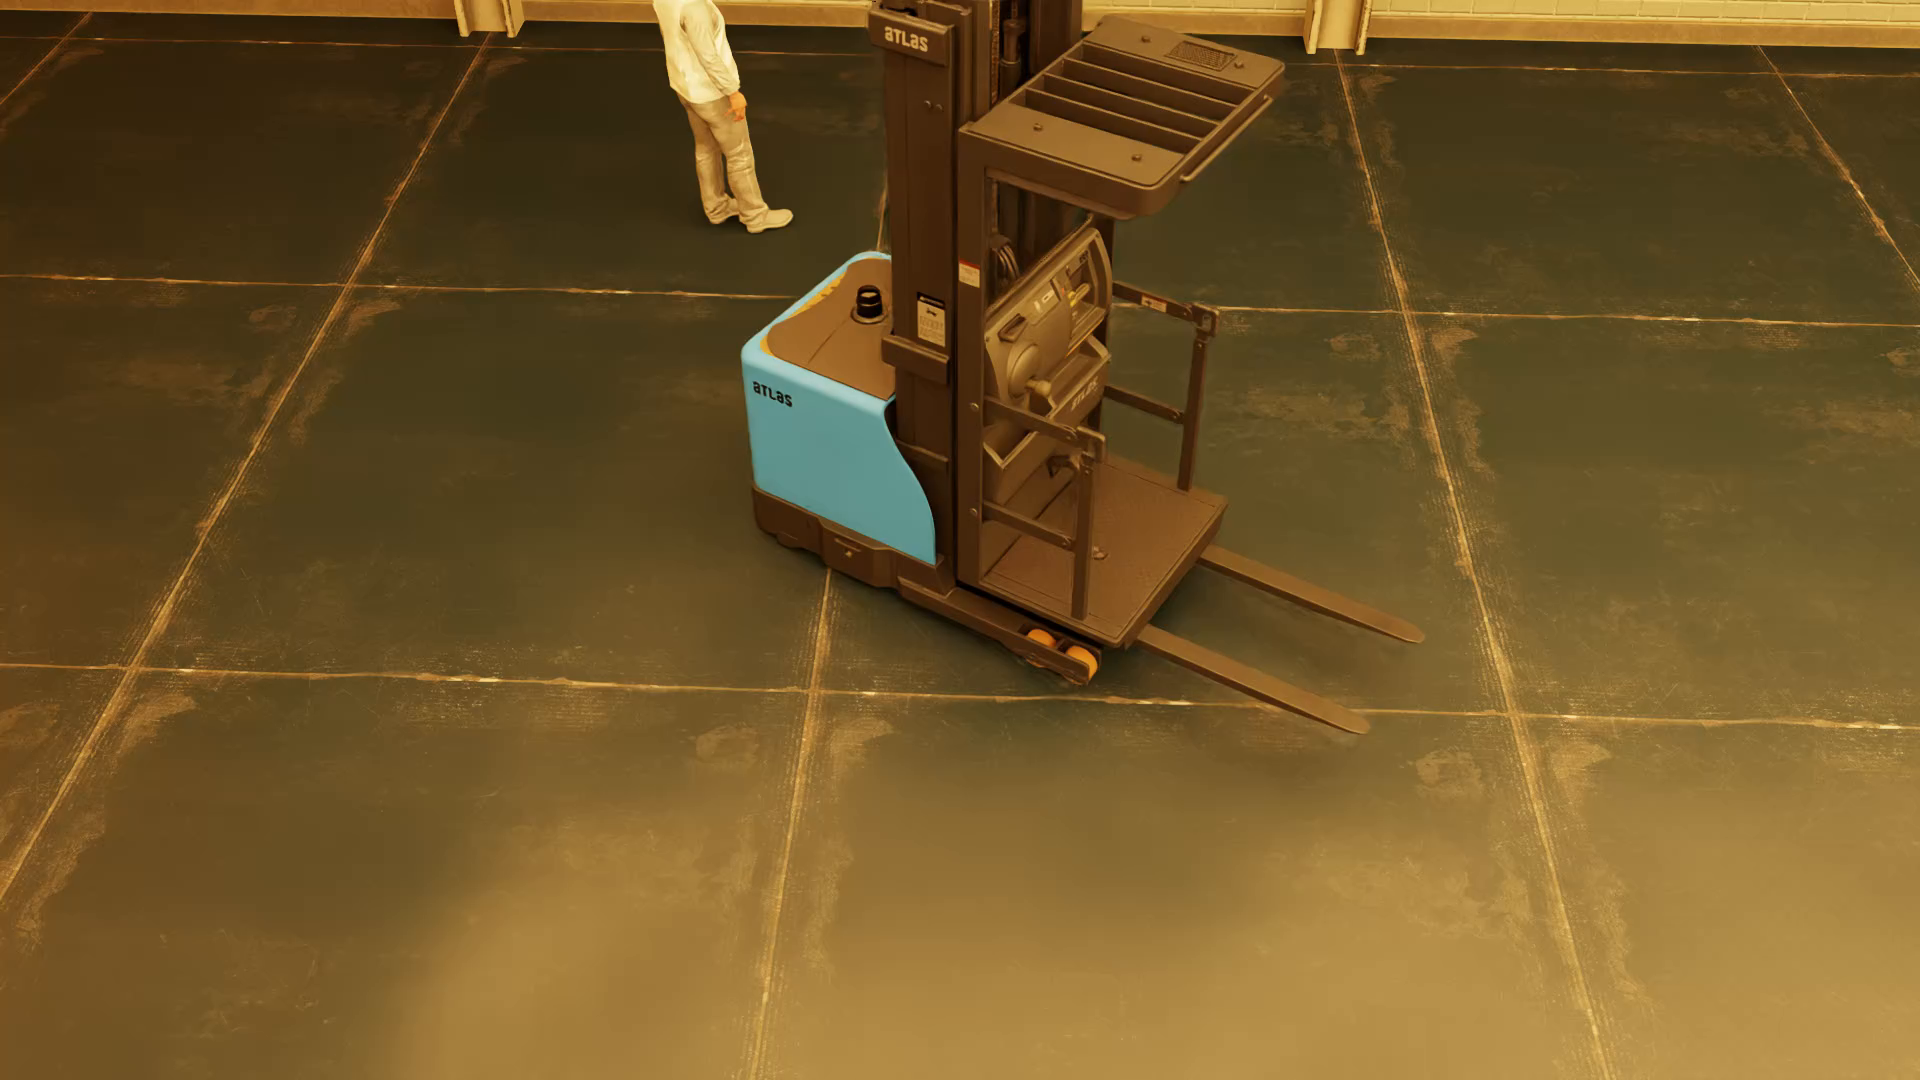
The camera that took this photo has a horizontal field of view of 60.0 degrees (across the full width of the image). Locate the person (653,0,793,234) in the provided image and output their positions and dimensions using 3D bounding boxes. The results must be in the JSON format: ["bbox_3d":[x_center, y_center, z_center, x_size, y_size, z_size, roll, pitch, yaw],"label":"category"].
[{"bbox_3d":[-1.376,-2.612,9.456,0.565,1.778,0.642,-26,48,-26],"label":"person"}]

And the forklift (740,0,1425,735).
[{"bbox_3d":[0.541,-0.867,6.692,3.031,2.935,1.130,23,47,23],"label":"forklift"}]
